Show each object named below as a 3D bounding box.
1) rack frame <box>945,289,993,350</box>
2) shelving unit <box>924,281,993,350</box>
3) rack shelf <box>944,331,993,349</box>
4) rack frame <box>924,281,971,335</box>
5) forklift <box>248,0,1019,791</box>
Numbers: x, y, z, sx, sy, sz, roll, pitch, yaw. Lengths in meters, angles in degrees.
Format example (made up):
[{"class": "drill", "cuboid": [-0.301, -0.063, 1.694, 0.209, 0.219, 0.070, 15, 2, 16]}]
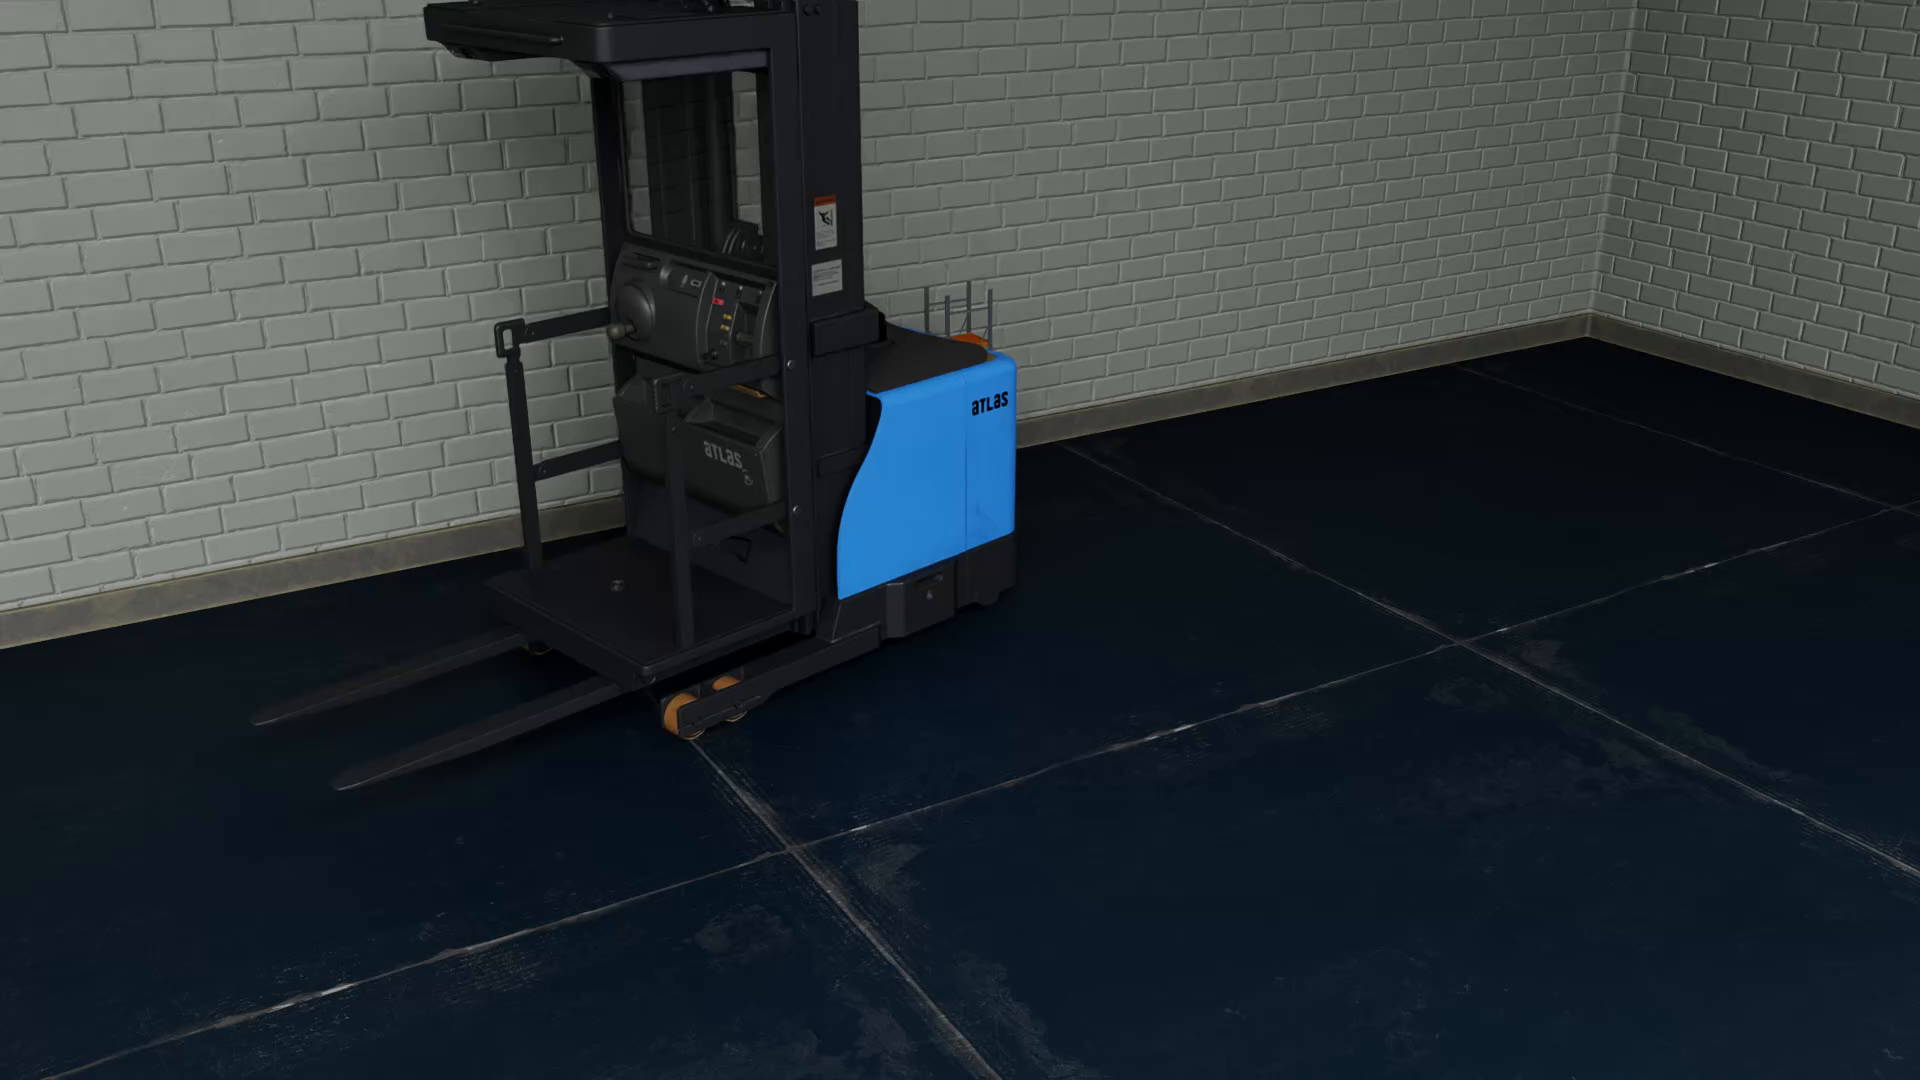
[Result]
[{"class": "rack frame", "cuboid": [0.039, -0.531, 7.524, 0.240, 1.200, 0.006, -13, 25, -28]}, {"class": "shelving unit", "cuboid": [-0.007, -0.561, 7.597, 0.258, 1.200, 0.189, -13, 25, -28]}, {"class": "rack shelf", "cuboid": [-0.007, -0.853, 7.478, 0.258, 0.103, 0.180, -13, 25, -28]}, {"class": "rack frame", "cuboid": [-0.054, -0.590, 7.670, 0.240, 1.200, 0.006, -13, 25, -28]}, {"class": "forklift", "cuboid": [-1.144, -0.852, 6.015, 1.130, 2.935, 3.031, 20, 30, 41]}]
